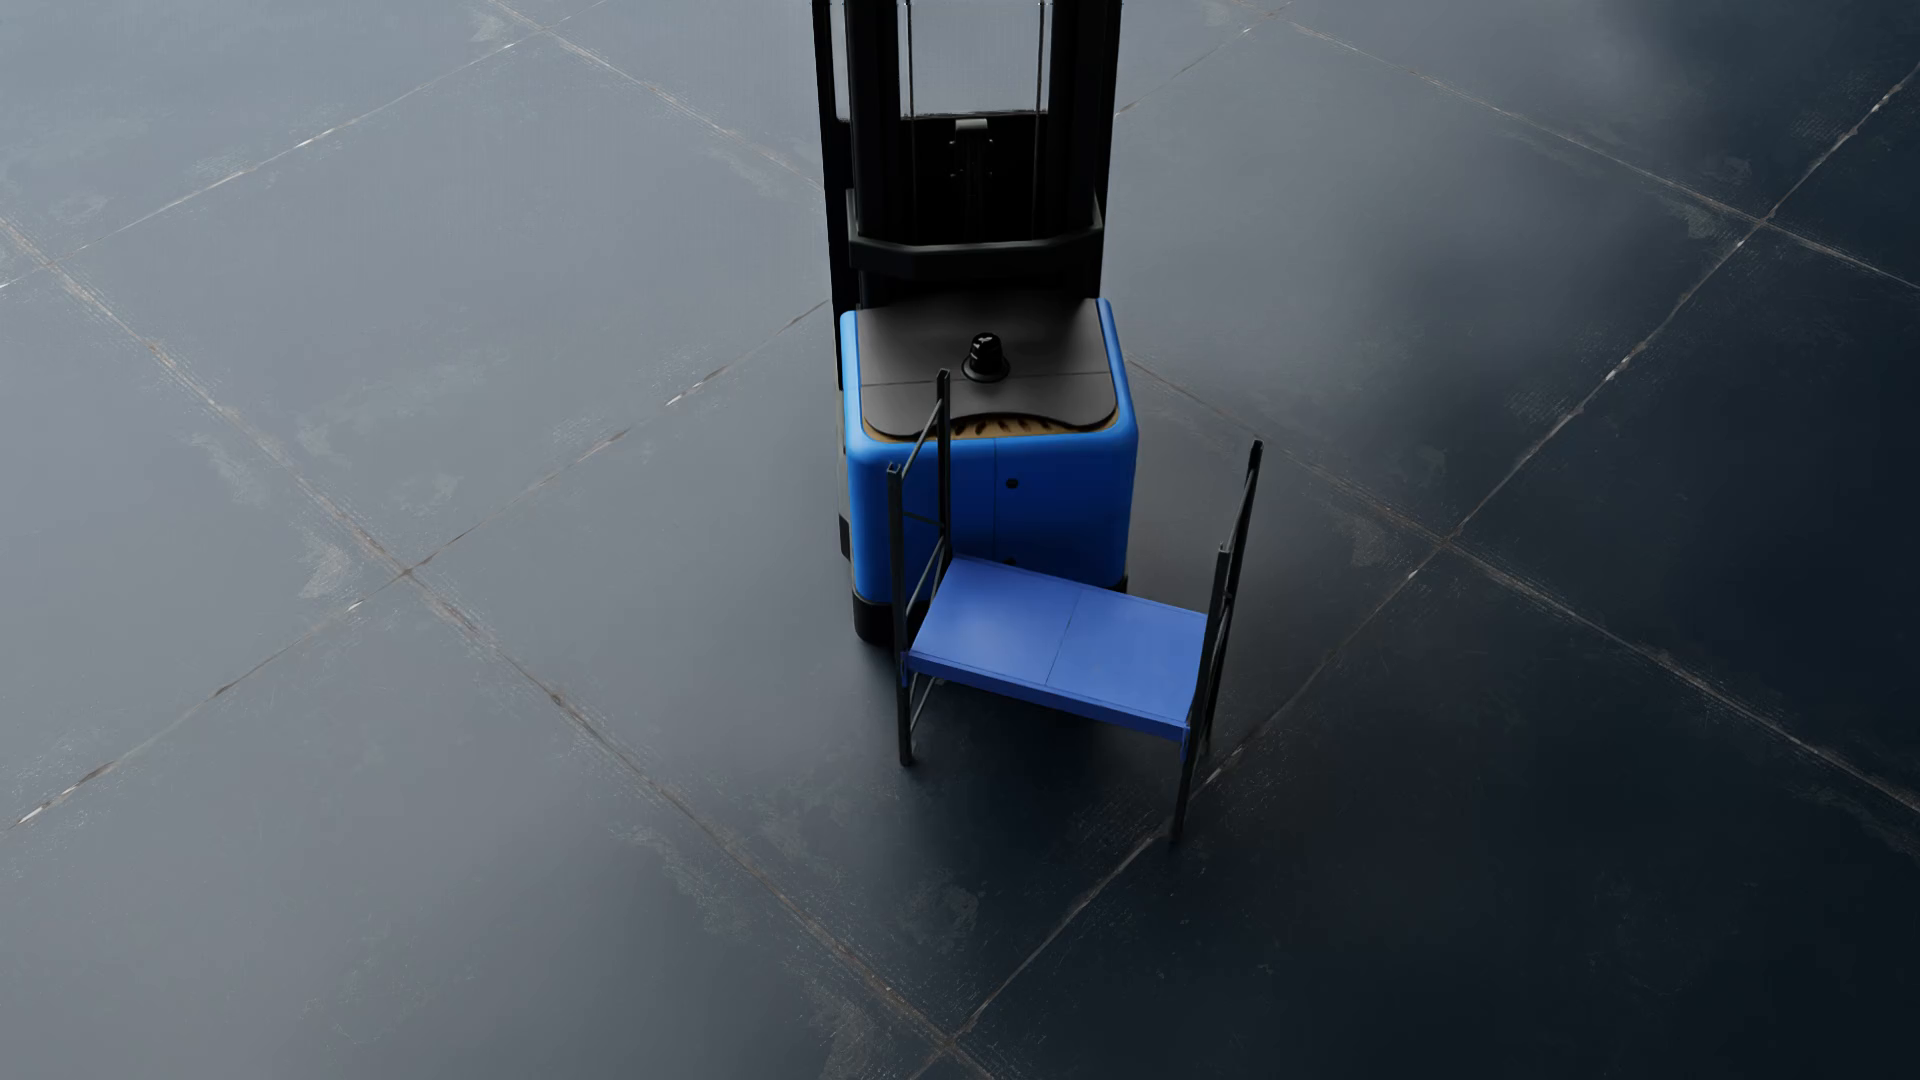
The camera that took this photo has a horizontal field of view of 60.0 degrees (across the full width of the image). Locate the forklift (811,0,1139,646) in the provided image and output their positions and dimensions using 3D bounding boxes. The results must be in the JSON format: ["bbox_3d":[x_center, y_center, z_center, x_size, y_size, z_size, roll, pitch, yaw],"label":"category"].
[{"bbox_3d":[0.003,-1.671,6.417,1.130,2.935,3.031,-3,47,-3],"label":"forklift"}]

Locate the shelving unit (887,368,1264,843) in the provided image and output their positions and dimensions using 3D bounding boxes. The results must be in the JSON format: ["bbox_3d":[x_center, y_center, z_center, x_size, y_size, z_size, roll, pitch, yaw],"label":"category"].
[{"bbox_3d":[0.355,0.258,5.588,1.048,1.500,0.538,14,48,13],"label":"shelving unit"}]

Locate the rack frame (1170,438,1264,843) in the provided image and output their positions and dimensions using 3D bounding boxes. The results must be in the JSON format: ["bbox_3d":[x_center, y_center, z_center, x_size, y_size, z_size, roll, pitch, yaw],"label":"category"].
[{"bbox_3d":[0.836,0.377,5.476,0.032,1.500,0.500,14,48,13],"label":"rack frame"}]

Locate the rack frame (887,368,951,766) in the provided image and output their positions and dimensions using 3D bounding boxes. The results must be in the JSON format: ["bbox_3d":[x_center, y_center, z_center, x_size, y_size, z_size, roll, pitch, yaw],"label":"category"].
[{"bbox_3d":[-0.126,0.138,5.700,0.032,1.500,0.500,14,48,13],"label":"rack frame"}]

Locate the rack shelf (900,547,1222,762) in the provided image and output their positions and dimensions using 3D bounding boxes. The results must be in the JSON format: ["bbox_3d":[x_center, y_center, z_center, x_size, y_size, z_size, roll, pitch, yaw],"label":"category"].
[{"bbox_3d":[0.355,0.381,5.719,1.000,0.185,0.538,14,48,13],"label":"rack shelf"}]
